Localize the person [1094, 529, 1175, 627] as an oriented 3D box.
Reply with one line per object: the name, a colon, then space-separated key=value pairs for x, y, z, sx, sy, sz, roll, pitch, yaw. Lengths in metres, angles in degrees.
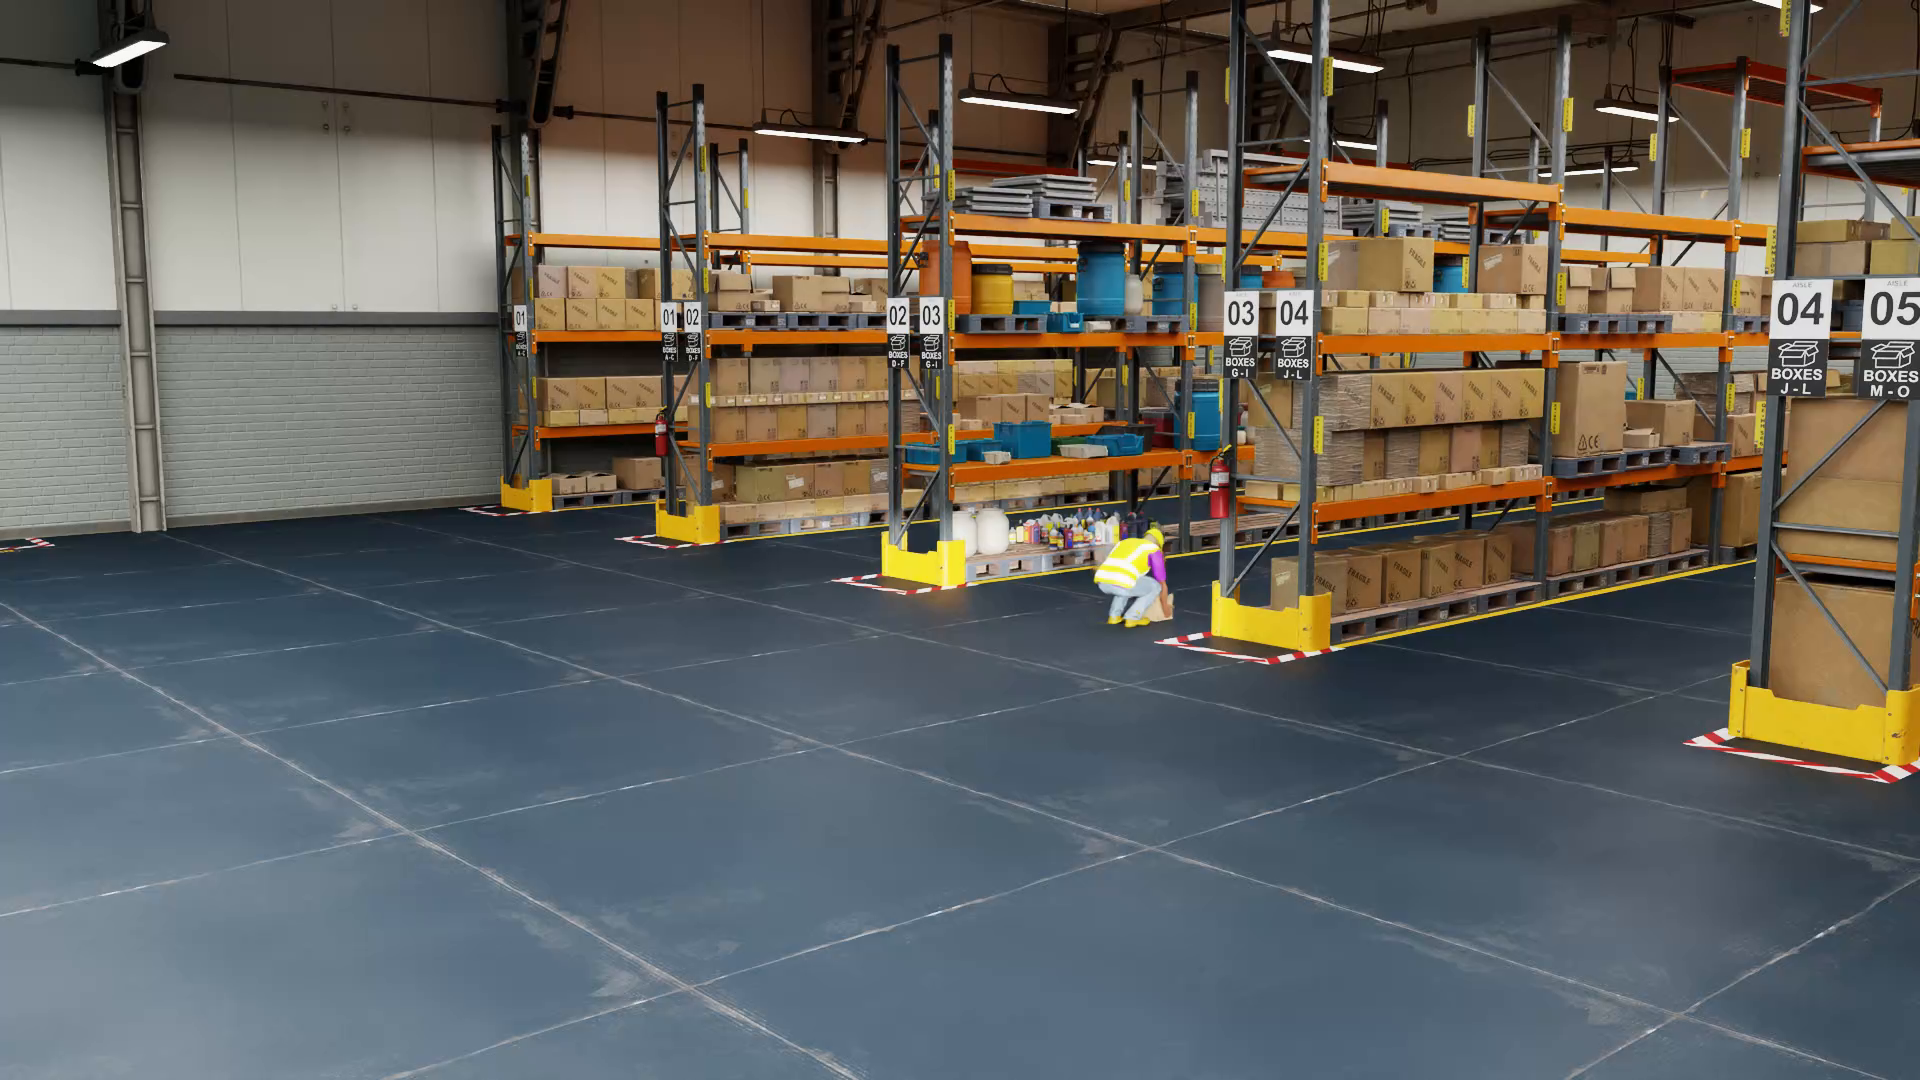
person: x=1.688 y=0.365 z=16.289 sx=0.893 sy=0.896 sz=0.560 roll=-6 pitch=10 yaw=-41
